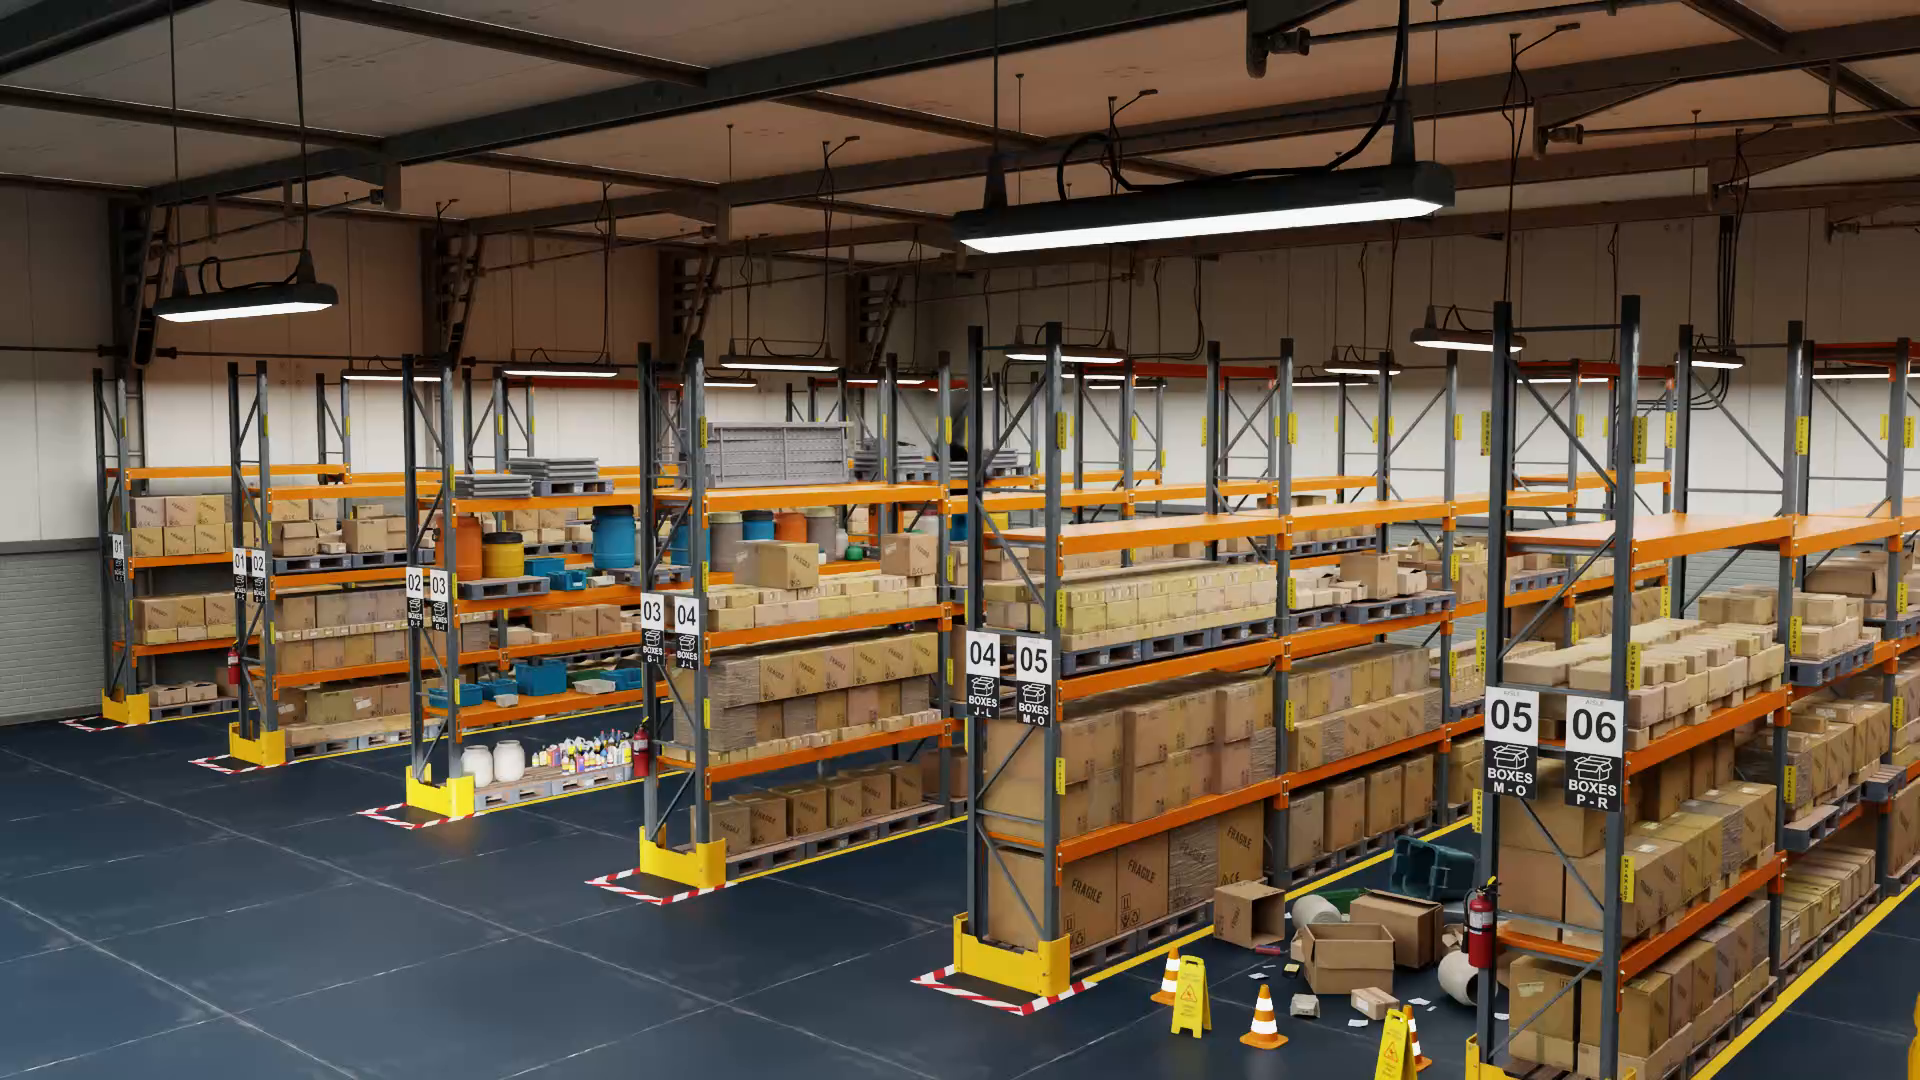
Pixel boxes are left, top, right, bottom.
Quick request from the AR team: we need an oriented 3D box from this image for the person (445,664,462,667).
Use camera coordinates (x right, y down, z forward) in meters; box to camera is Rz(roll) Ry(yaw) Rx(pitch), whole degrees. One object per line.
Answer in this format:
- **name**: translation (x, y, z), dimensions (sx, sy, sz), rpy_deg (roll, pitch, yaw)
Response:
- **person**: translation (-8.906, 2.144, 29.176), dimensions (0.660, 1.720, 0.955), rpy_deg (3, 5, 32)

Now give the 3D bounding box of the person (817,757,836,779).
- **person**: translation (-1.941, 2.581, 23.668), dimensions (0.702, 1.739, 0.705), rpy_deg (2, 5, 28)
